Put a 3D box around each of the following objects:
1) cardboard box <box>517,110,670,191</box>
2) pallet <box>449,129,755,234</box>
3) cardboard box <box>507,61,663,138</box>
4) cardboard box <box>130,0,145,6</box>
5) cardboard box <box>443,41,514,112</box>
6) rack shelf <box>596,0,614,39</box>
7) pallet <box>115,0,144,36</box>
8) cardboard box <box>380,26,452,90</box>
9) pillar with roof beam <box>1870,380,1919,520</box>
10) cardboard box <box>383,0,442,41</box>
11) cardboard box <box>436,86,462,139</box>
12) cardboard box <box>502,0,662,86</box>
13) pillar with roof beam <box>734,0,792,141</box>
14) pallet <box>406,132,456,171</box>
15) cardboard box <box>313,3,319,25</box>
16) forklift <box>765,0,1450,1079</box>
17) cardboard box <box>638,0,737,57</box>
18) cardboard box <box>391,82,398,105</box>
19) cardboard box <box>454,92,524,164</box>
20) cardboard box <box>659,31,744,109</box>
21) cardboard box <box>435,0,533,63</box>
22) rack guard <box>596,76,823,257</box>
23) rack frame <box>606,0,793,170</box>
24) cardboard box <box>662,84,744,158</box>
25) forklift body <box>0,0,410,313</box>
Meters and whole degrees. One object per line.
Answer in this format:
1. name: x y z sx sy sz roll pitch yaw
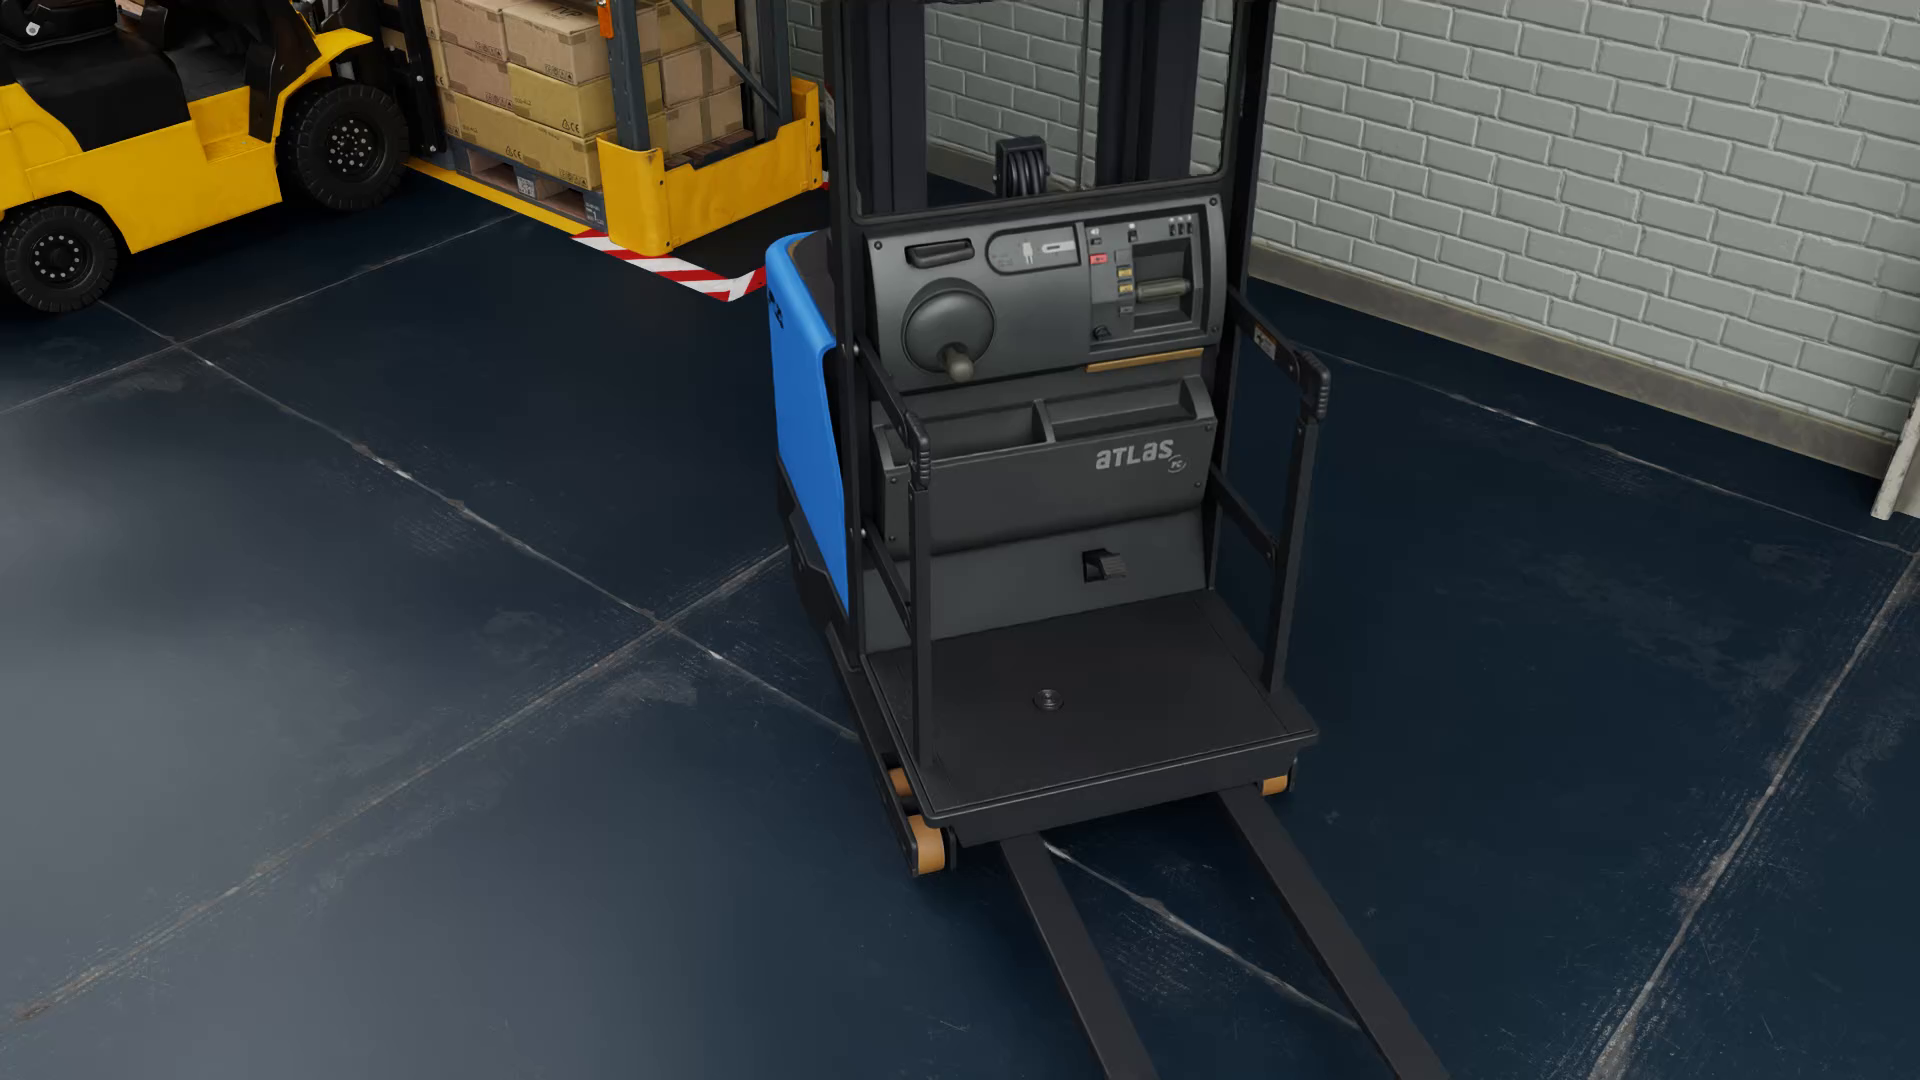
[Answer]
1. cardboard box: -1.750 -1.922 7.956 0.500 0.250 0.500 26 42 32
2. pallet: -1.801 -1.959 8.415 1.213 0.211 1.003 25 42 32
3. cardboard box: -1.760 -2.135 7.826 0.500 0.250 0.500 25 41 31
4. cardboard box: -4.669 -3.676 10.180 0.625 0.625 0.875 27 43 34
5. cardboard box: -2.139 -2.322 8.097 0.500 0.250 0.500 25 42 31
6. rack shelf: -2.723 -3.277 8.508 4.000 0.370 1.077 25 42 32
7. pallet: -4.852 -3.399 10.512 1.213 0.211 1.003 25 42 32
8. cardboard box: -2.549 -2.499 8.356 0.500 0.250 0.500 24 41 31
9. pillar with roof beam: 0.712 -1.920 0.597 0.400 9.000 9.100 25 42 32
10. cardboard box: -2.530 -2.693 8.196 0.500 0.250 0.500 26 42 32
11. cardboard box: -2.504 -2.291 8.494 0.500 0.250 0.500 26 42 32
12. cardboard box: -1.740 -2.332 7.671 0.500 0.250 0.500 27 43 33
13. pillar with roof beam: -3.899 -4.094 3.762 0.400 9.000 9.100 25 42 32
14. pallet: -2.734 -2.401 9.059 1.213 0.211 1.003 25 42 32
15. cardboard box: -3.319 -2.866 8.889 0.500 0.250 0.500 25 42 31
16. forklift: 0.296 -0.571 3.992 1.130 2.935 3.031 -10 36 -14
17. cardboard box: -1.435 -2.558 7.999 0.500 0.250 0.500 25 41 31
18. cardboard box: -2.918 -2.469 8.754 0.500 0.250 0.500 27 43 33
19. cardboard box: -2.126 -2.106 8.225 0.500 0.250 0.500 25 42 32
20. cardboard box: -1.415 -2.356 8.147 0.500 0.250 0.500 26 42 33
21. cardboard box: -2.136 -2.515 7.937 0.500 0.250 0.500 26 42 33
22. rack guard: -1.168 -1.810 7.944 0.348 0.500 1.175 25 42 32
23. rack frame: -1.186 -2.849 7.249 0.127 3.000 1.000 25 42 32
24. cardboard box: -1.439 -2.152 8.292 0.500 0.250 0.500 25 42 32
25. forklift body: -3.811 -2.393 7.334 1.214 2.155 2.313 25 42 32
